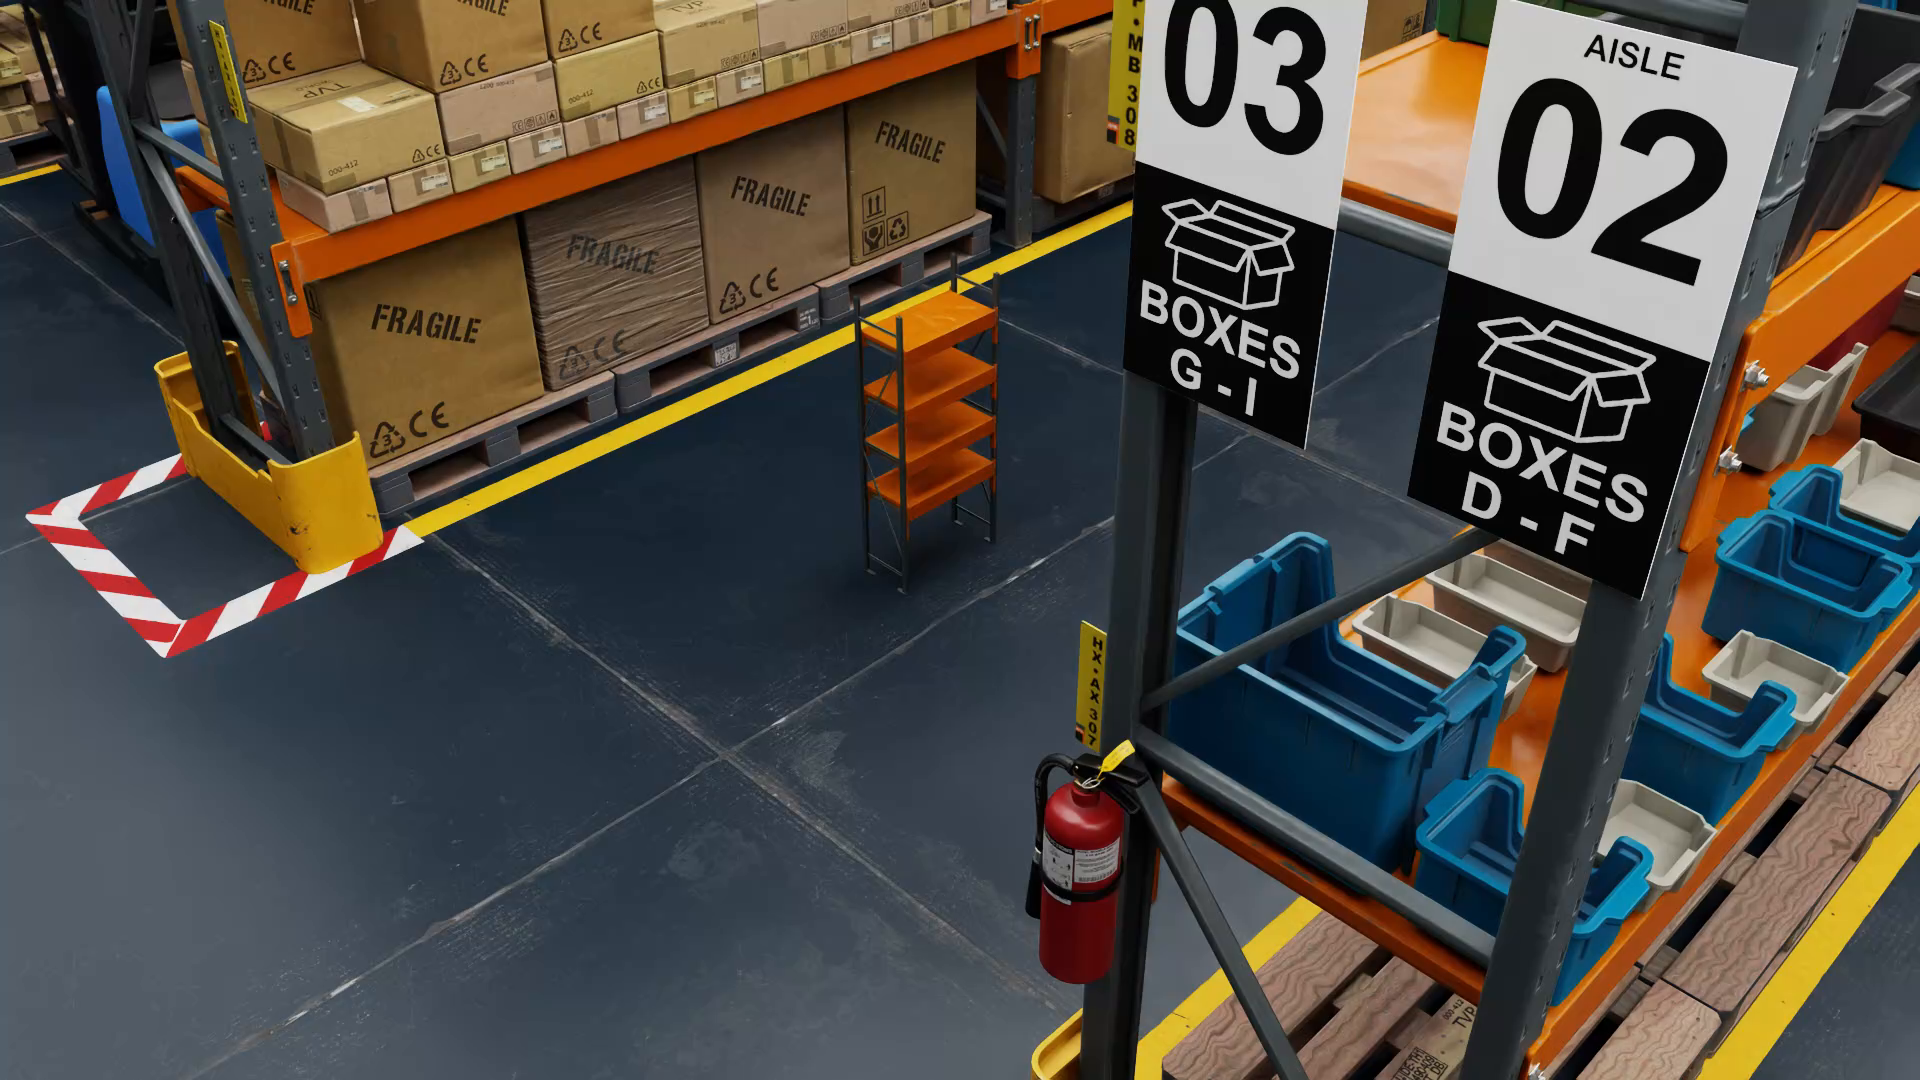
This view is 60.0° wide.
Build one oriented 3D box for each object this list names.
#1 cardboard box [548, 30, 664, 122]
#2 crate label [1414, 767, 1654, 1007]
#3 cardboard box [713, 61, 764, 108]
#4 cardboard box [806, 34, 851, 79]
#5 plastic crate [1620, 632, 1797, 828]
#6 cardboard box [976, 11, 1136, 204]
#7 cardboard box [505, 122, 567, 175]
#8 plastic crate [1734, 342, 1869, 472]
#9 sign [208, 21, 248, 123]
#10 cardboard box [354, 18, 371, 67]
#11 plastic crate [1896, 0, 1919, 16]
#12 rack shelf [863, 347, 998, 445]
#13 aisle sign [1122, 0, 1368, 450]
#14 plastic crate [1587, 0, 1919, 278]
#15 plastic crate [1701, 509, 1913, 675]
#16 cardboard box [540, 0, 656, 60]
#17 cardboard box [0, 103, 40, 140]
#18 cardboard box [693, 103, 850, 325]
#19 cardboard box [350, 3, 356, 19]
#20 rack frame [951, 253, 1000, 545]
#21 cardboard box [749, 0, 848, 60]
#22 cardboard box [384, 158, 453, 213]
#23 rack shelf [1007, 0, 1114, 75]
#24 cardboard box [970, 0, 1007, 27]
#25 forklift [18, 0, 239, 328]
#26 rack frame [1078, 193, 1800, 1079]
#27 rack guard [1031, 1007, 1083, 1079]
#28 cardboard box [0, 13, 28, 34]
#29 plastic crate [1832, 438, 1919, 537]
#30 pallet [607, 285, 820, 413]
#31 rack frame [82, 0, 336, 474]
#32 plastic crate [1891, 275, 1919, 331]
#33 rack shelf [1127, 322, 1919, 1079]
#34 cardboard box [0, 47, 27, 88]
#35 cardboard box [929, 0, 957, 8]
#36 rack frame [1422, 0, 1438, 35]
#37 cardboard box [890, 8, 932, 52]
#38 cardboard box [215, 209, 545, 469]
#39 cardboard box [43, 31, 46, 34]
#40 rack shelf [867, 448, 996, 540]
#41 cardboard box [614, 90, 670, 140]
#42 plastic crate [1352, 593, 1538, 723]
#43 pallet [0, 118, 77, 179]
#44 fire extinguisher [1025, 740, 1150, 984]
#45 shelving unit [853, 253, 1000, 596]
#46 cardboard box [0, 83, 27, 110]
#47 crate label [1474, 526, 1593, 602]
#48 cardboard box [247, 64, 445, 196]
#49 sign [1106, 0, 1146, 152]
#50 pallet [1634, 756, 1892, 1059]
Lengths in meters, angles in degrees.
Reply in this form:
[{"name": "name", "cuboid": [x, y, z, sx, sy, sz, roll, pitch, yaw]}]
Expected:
[{"name": "cardboard box", "cuboid": [-1.576, -1.956, 6.804, 0.500, 0.250, 0.500, 28, 44, 34]}, {"name": "crate label", "cuboid": [1.099, 0.679, 3.248, 0.416, 0.233, 0.303, 30, 45, 35]}, {"name": "cardboard box", "cuboid": [-1.073, -2.034, 7.263, 0.250, 0.149, 0.380, -29, 44, -35]}, {"name": "cardboard box", "cuboid": [-0.713, -2.240, 7.560, 0.250, 0.149, 0.380, -29, 44, -35]}, {"name": "plastic crate", "cuboid": [1.562, 0.412, 3.631, 0.416, 0.233, 0.300, 30, 45, 35]}, {"name": "cardboard box", "cuboid": [0.431, -2.586, 9.326, 1.225, 0.875, 0.875, 30, 45, 35]}, {"name": "cardboard box", "cuboid": [-1.797, -1.617, 6.665, 0.380, 0.149, 0.250, 29, 44, 35]}, {"name": "plastic crate", "cuboid": [2.303, -0.451, 4.826, 0.437, 0.282, 0.530, 30, 45, 35]}, {"name": "sign", "cuboid": [-2.434, -1.555, 5.531, 0.100, 0.325, 0.005, 30, 45, 35]}, {"name": "cardboard box", "cuboid": [-2.313, -1.963, 6.814, 0.500, 0.250, 0.500, 29, 44, 35]}, {"name": "plastic crate", "cuboid": [1.962, -1.111, 3.154, 0.504, 0.338, 0.767, 30, 45, 35]}, {"name": "rack shelf", "cuboid": [-0.117, -0.553, 6.221, 0.258, 0.148, 0.480, 30, 45, 35]}, {"name": "aisle sign", "cuboid": [0.432, -0.552, 2.647, 0.394, 0.787, 0.004, 30, 45, 35]}, {"name": "plastic crate", "cuboid": [1.160, -0.618, 2.506, 0.497, 0.269, 0.590, 30, 45, 35]}, {"name": "plastic crate", "cuboid": [2.026, 0.145, 4.014, 0.416, 0.233, 0.300, 30, 45, 35]}, {"name": "cardboard box", "cuboid": [-1.581, -2.263, 6.588, 0.500, 0.500, 0.500, 28, 44, 34]}, {"name": "cardboard box", "cuboid": [-5.676, -2.520, 9.866, 0.250, 0.149, 0.380, -29, 44, -35]}, {"name": "cardboard box", "cuboid": [-1.162, -1.717, 8.080, 0.875, 0.875, 0.875, 30, 45, 35]}, {"name": "cardboard box", "cuboid": [-4.221, -3.522, 11.043, 0.250, 0.149, 0.380, -29, 44, -35]}, {"name": "rack frame", "cuboid": [0.055, -0.524, 6.452, 0.240, 1.200, 0.015, 30, 45, 35]}, {"name": "cardboard box", "cuboid": [-0.853, -2.374, 7.403, 0.500, 0.250, 0.500, -29, 44, -35]}, {"name": "cardboard box", "cuboid": [-2.160, -1.406, 6.364, 0.380, 0.149, 0.250, 29, 44, 35]}, {"name": "rack shelf", "cuboid": [1.403, -3.534, 9.824, 1.077, 0.370, 4.000, 30, 45, 35]}, {"name": "cardboard box", "cuboid": [0.012, -2.658, 8.159, 0.250, 0.149, 0.380, -30, 45, -35]}, {"name": "forklift", "cuboid": [-4.241, -2.999, 8.488, 1.130, 2.935, 3.031, -26, 43, -32]}, {"name": "rack frame", "cuboid": [0.691, 0.603, 3.263, 1.000, 3.000, 0.127, 30, 45, 35]}, {"name": "rack guard", "cuboid": [0.683, 1.643, 3.957, 1.175, 0.500, 0.348, 30, 45, 35]}, {"name": "cardboard box", "cuboid": [-5.862, -3.076, 10.144, 0.250, 0.149, 0.380, -29, 44, -35]}, {"name": "plastic crate", "cuboid": [2.496, -0.109, 4.463, 0.293, 0.136, 0.466, 30, 45, 35]}, {"name": "pallet", "cuboid": [-1.457, -1.099, 8.141, 1.003, 0.211, 1.213, 30, 45, 35]}, {"name": "rack frame", "cuboid": [-2.824, -1.393, 6.126, 1.000, 3.000, 0.127, 30, 45, 35]}, {"name": "plastic crate", "cuboid": [3.080, -0.806, 5.462, 0.396, 0.136, 0.243, 30, 45, 35]}, {"name": "rack shelf", "cuboid": [2.100, 0.086, 4.633, 1.077, 0.370, 4.000, 30, 45, 35]}, {"name": "cardboard box", "cuboid": [-5.662, -2.756, 9.685, 0.380, 0.149, 0.250, 27, 43, 33]}, {"name": "cardboard box", "cuboid": [-0.130, -2.793, 8.003, 0.500, 0.250, 0.500, 29, 44, 35]}, {"name": "rack frame", "cuboid": [2.813, -4.641, 10.782, 1.000, 3.000, 0.127, 30, 45, 35]}, {"name": "cardboard box", "cuboid": [-0.350, -2.450, 7.860, 0.380, 0.149, 0.250, 29, 44, 35]}, {"name": "cardboard box", "cuboid": [-2.430, -0.986, 7.032, 0.875, 0.875, 0.875, 30, 45, 35]}, {"name": "cardboard box", "cuboid": [-5.285, -2.967, 9.987, 0.380, 0.149, 0.250, 29, 44, 35]}, {"name": "rack shelf", "cuboid": [-0.117, -0.207, 6.462, 0.258, 0.148, 0.480, 30, 45, 35]}, {"name": "cardboard box", "cuboid": [-1.435, -1.824, 6.963, 0.380, 0.149, 0.250, 29, 44, 35]}, {"name": "plastic crate", "cuboid": [1.137, 0.282, 3.901, 0.396, 0.136, 0.243, 30, 45, 35]}, {"name": "pallet", "cuboid": [-5.621, -2.636, 10.345, 1.003, 0.211, 1.213, 30, 45, 35]}, {"name": "fire extinguisher", "cuboid": [0.262, 0.666, 3.567, 0.296, 0.674, 0.183, 30, 45, 35]}, {"name": "shelving unit", "cuboid": [-0.117, -0.425, 6.310, 0.258, 1.200, 0.503, 30, 45, 35]}, {"name": "cardboard box", "cuboid": [-5.721, -2.668, 9.818, 0.250, 0.149, 0.380, -28, 44, -34]}, {"name": "crate label", "cuboid": [1.530, 0.048, 4.238, 0.396, 0.136, 0.243, 30, 45, 35]}, {"name": "cardboard box", "cuboid": [-2.294, -1.540, 6.207, 0.500, 0.250, 0.500, 28, 44, 34]}, {"name": "sign", "cuboid": [0.289, -0.800, 2.744, 0.100, 0.325, 0.005, 30, 45, 35]}, {"name": "pallet", "cuboid": [2.159, 0.935, 5.225, 1.003, 0.211, 1.213, 30, 45, 35]}]
